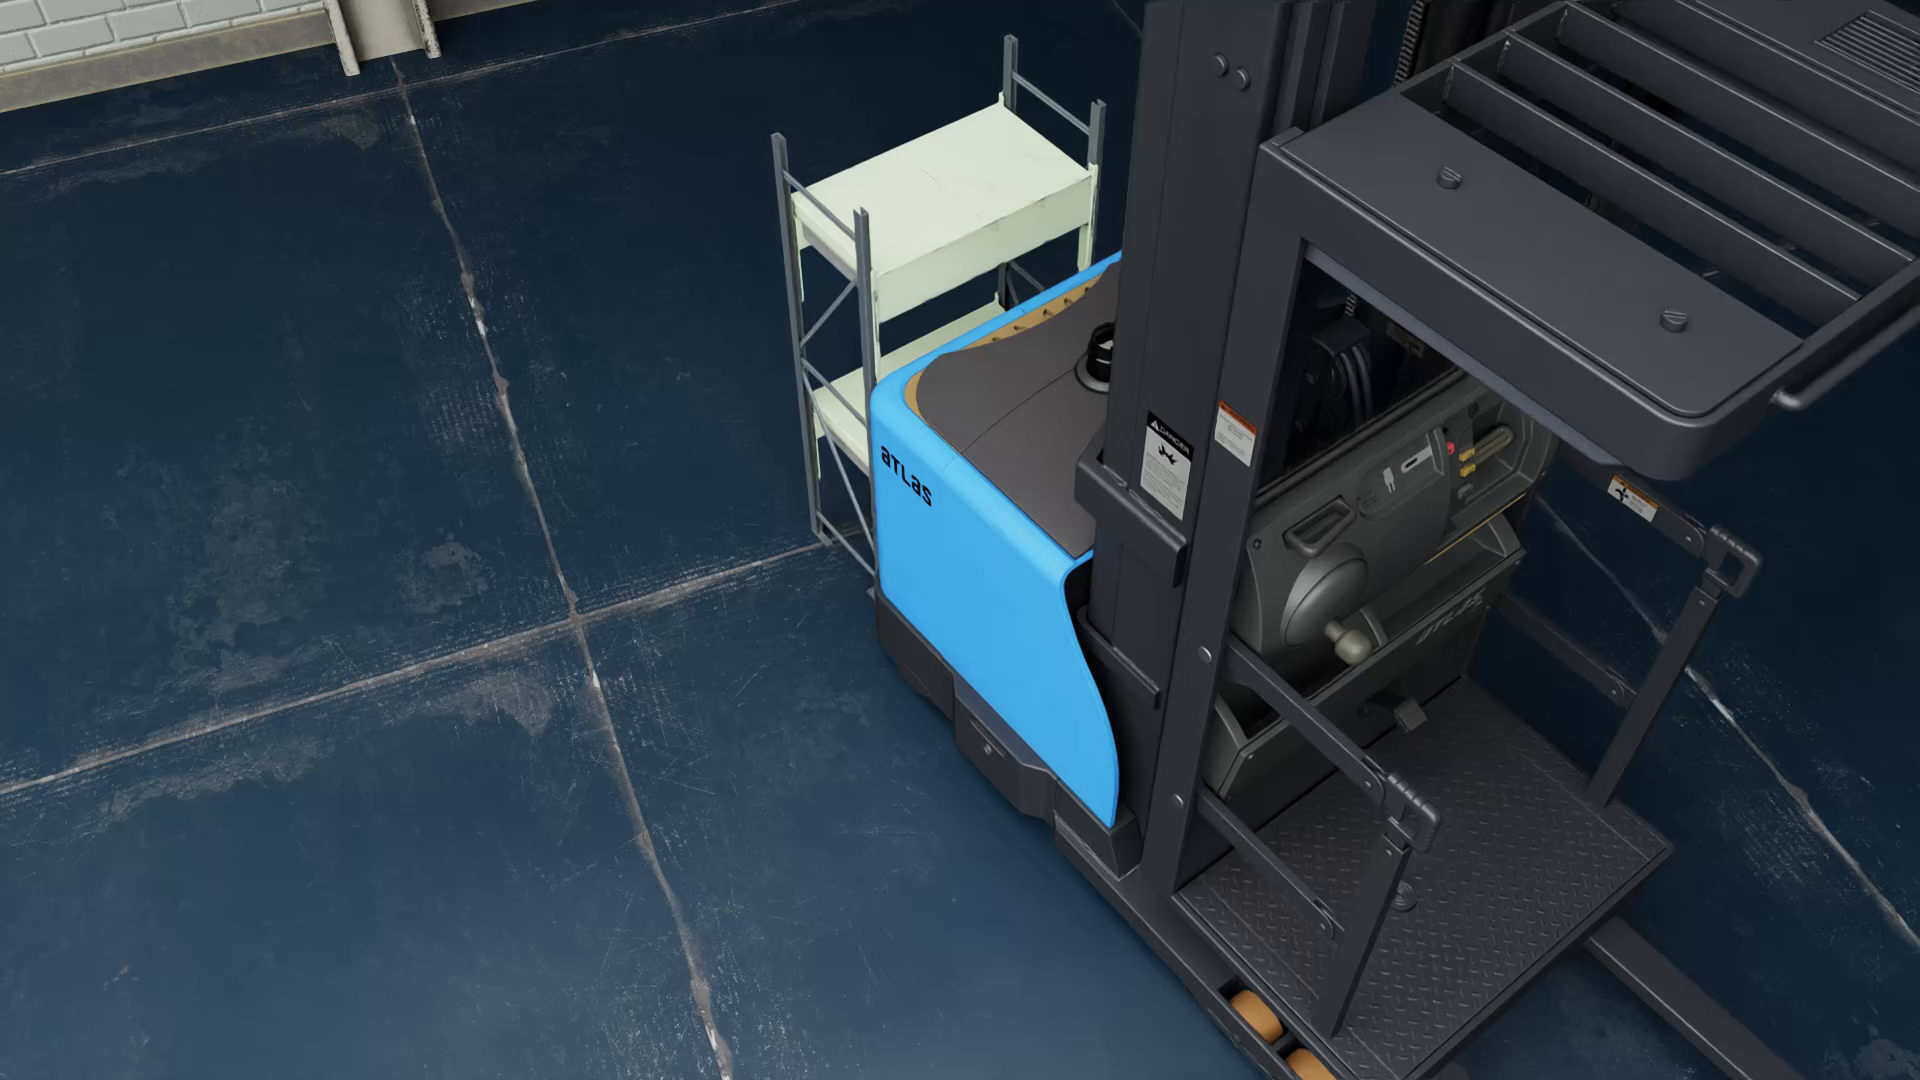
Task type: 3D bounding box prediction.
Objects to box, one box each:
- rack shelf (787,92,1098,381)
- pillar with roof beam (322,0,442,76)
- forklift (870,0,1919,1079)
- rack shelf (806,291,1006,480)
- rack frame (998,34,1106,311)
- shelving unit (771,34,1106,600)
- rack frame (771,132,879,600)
[{"bbox_3d":[-0.049,-0.822,4.453,0.720,0.370,0.431,-29,55,-23],"label":"rack shelf"},{"bbox_3d":[-0.793,-1.998,1.034,0.400,9.000,9.100,-17,52,-14],"label":"pillar with roof beam"},{"bbox_3d":[1.060,0.010,3.310,1.130,2.935,3.031,-31,56,-24],"label":"forklift"},{"bbox_3d":[-0.049,-0.355,4.996,0.720,0.370,0.431,-29,55,-23],"label":"rack shelf"},{"bbox_3d":[0.244,-0.733,4.891,0.023,1.500,0.400,-29,55,-23],"label":"rack frame"},{"bbox_3d":[-0.049,-0.568,4.749,0.755,1.500,0.431,-29,55,-23],"label":"shelving unit"},{"bbox_3d":[-0.343,-0.402,4.607,0.023,1.500,0.400,-29,55,-23],"label":"rack frame"}]
